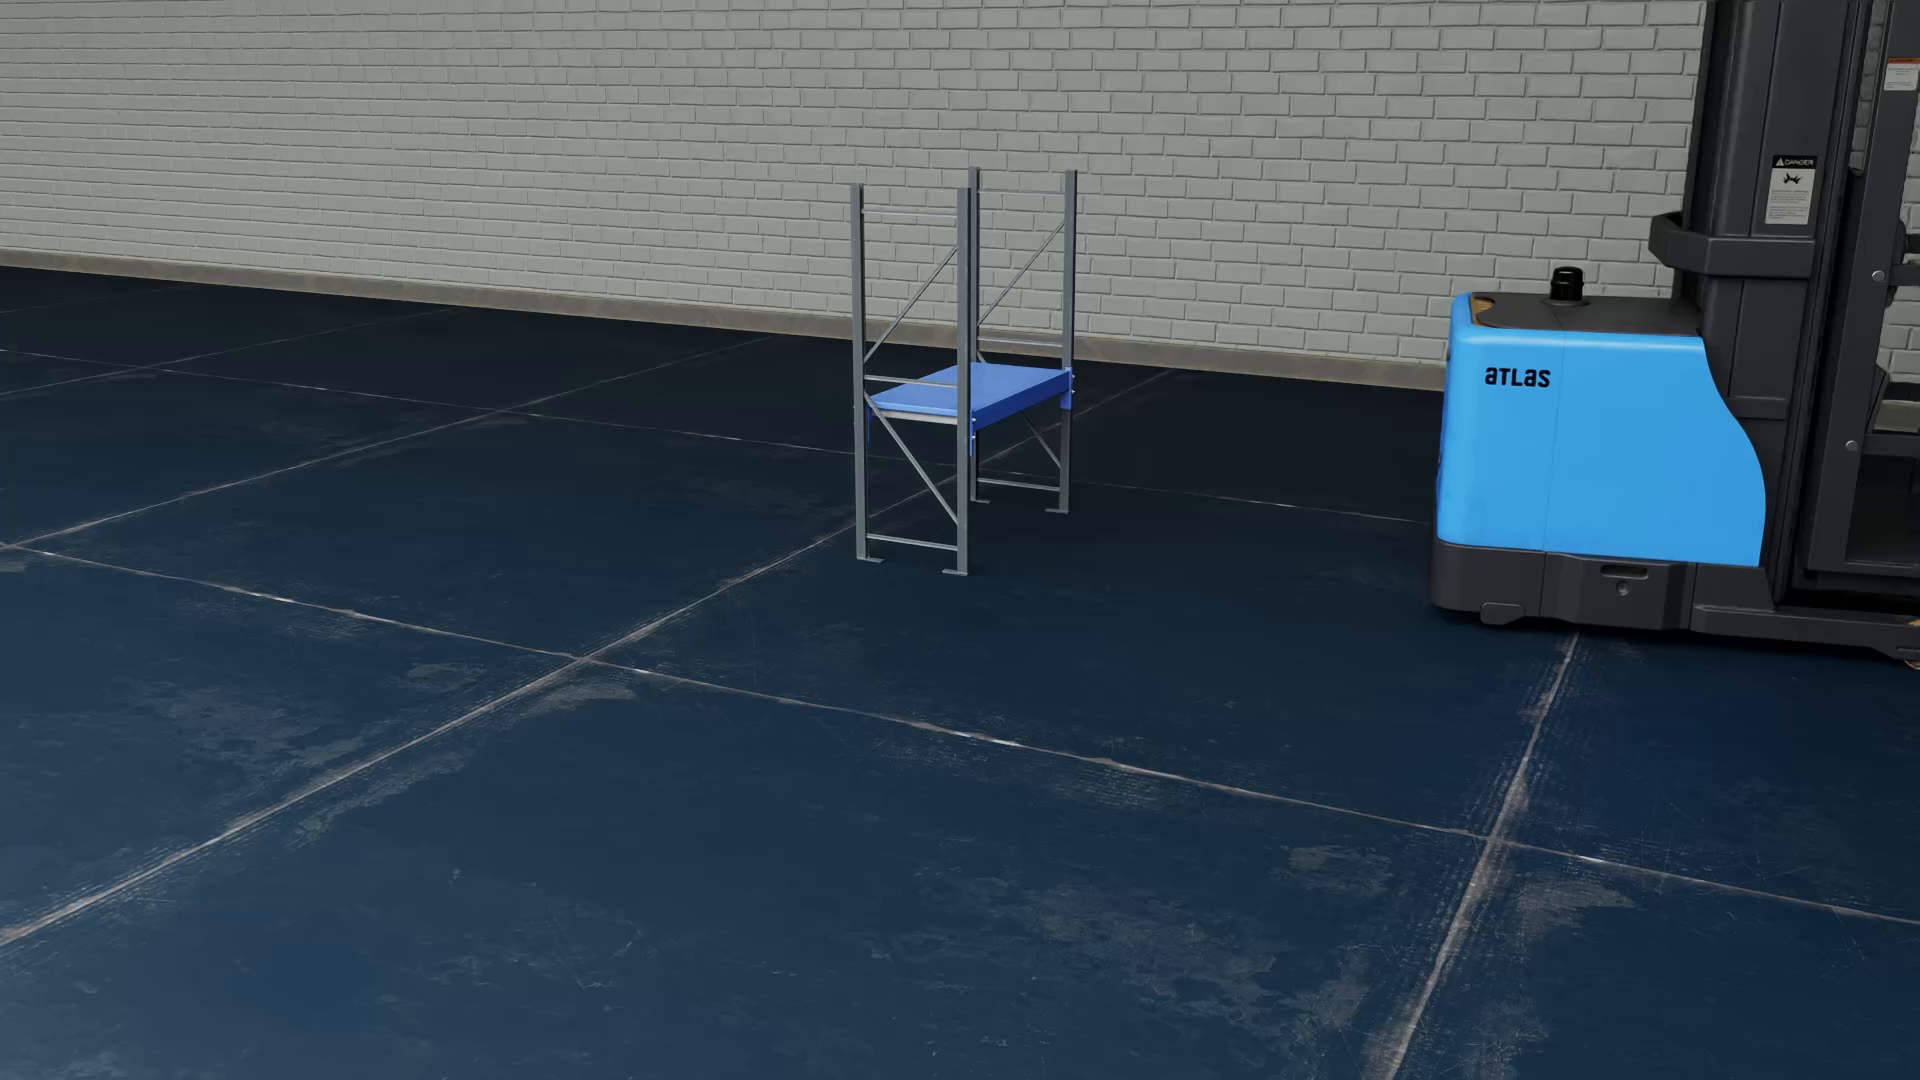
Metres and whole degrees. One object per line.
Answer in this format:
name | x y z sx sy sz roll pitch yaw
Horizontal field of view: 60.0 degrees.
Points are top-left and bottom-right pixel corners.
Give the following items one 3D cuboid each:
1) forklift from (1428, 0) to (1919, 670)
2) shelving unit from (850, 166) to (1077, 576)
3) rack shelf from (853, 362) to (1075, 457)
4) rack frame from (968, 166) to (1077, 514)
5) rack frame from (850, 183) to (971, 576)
forklift | 3.274 -1.121 5.652 3.031 2.935 1.130 4 17 15
shelving unit | 0.038 -0.741 6.884 0.538 1.500 1.048 8 18 25
rack shelf | 0.038 -0.568 6.935 0.538 0.185 1.000 8 18 25
rack frame | 0.265 -0.870 7.320 0.500 1.500 0.032 8 18 25
rack frame | -0.189 -0.611 6.448 0.500 1.500 0.032 8 18 25
